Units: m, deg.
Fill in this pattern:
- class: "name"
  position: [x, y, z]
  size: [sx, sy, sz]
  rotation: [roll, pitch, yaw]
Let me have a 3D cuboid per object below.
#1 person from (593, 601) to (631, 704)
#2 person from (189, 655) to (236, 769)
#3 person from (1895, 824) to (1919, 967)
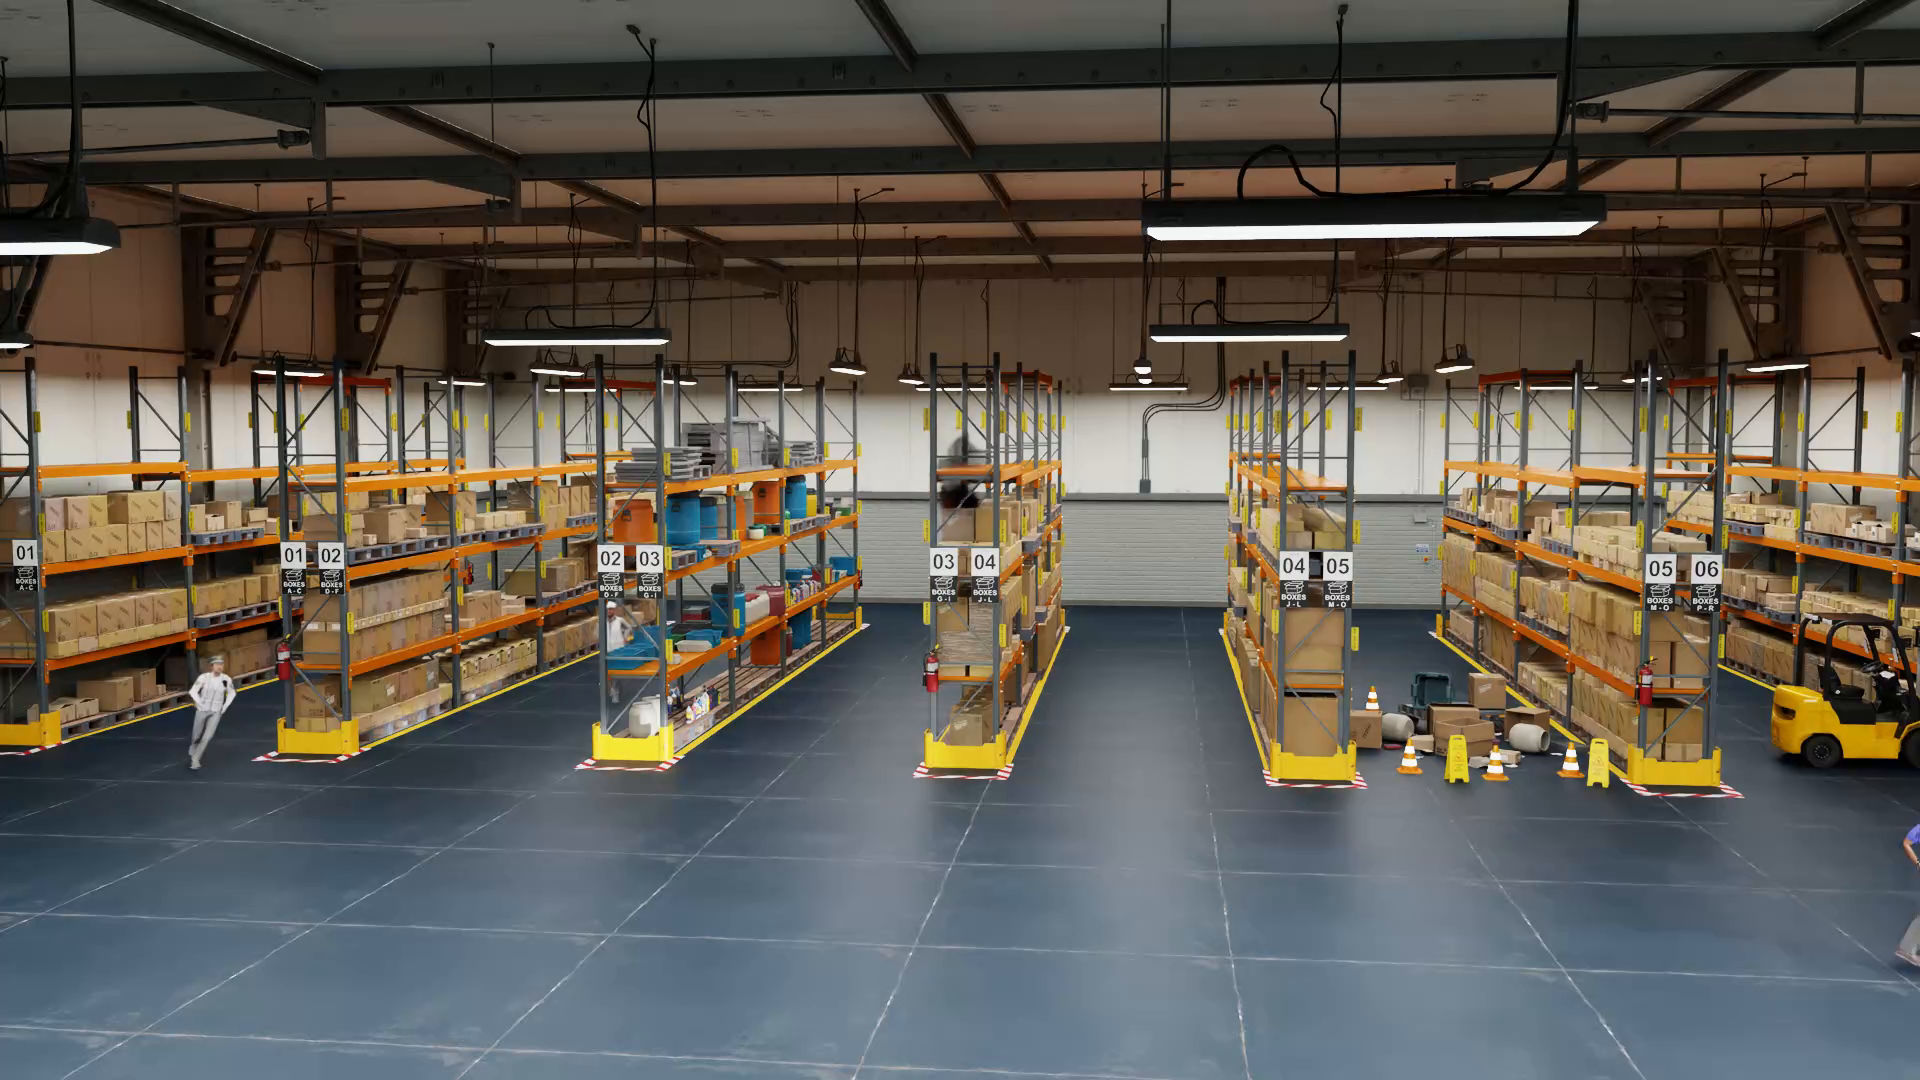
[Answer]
- class: "person"
  position: [-6.266, 2.008, 29.884]
  size: [0.643, 1.836, 0.801]
  rotation: [0, 4, 0]
- class: "person"
  position: [-10.957, 2.480, 24.369]
  size: [0.650, 1.623, 0.721]
  rotation: [-2, 5, -27]
- class: "person"
  position: [8.885, 3.176, 15.060]
  size: [0.526, 1.625, 0.725]
  rotation: [-3, 5, -40]
